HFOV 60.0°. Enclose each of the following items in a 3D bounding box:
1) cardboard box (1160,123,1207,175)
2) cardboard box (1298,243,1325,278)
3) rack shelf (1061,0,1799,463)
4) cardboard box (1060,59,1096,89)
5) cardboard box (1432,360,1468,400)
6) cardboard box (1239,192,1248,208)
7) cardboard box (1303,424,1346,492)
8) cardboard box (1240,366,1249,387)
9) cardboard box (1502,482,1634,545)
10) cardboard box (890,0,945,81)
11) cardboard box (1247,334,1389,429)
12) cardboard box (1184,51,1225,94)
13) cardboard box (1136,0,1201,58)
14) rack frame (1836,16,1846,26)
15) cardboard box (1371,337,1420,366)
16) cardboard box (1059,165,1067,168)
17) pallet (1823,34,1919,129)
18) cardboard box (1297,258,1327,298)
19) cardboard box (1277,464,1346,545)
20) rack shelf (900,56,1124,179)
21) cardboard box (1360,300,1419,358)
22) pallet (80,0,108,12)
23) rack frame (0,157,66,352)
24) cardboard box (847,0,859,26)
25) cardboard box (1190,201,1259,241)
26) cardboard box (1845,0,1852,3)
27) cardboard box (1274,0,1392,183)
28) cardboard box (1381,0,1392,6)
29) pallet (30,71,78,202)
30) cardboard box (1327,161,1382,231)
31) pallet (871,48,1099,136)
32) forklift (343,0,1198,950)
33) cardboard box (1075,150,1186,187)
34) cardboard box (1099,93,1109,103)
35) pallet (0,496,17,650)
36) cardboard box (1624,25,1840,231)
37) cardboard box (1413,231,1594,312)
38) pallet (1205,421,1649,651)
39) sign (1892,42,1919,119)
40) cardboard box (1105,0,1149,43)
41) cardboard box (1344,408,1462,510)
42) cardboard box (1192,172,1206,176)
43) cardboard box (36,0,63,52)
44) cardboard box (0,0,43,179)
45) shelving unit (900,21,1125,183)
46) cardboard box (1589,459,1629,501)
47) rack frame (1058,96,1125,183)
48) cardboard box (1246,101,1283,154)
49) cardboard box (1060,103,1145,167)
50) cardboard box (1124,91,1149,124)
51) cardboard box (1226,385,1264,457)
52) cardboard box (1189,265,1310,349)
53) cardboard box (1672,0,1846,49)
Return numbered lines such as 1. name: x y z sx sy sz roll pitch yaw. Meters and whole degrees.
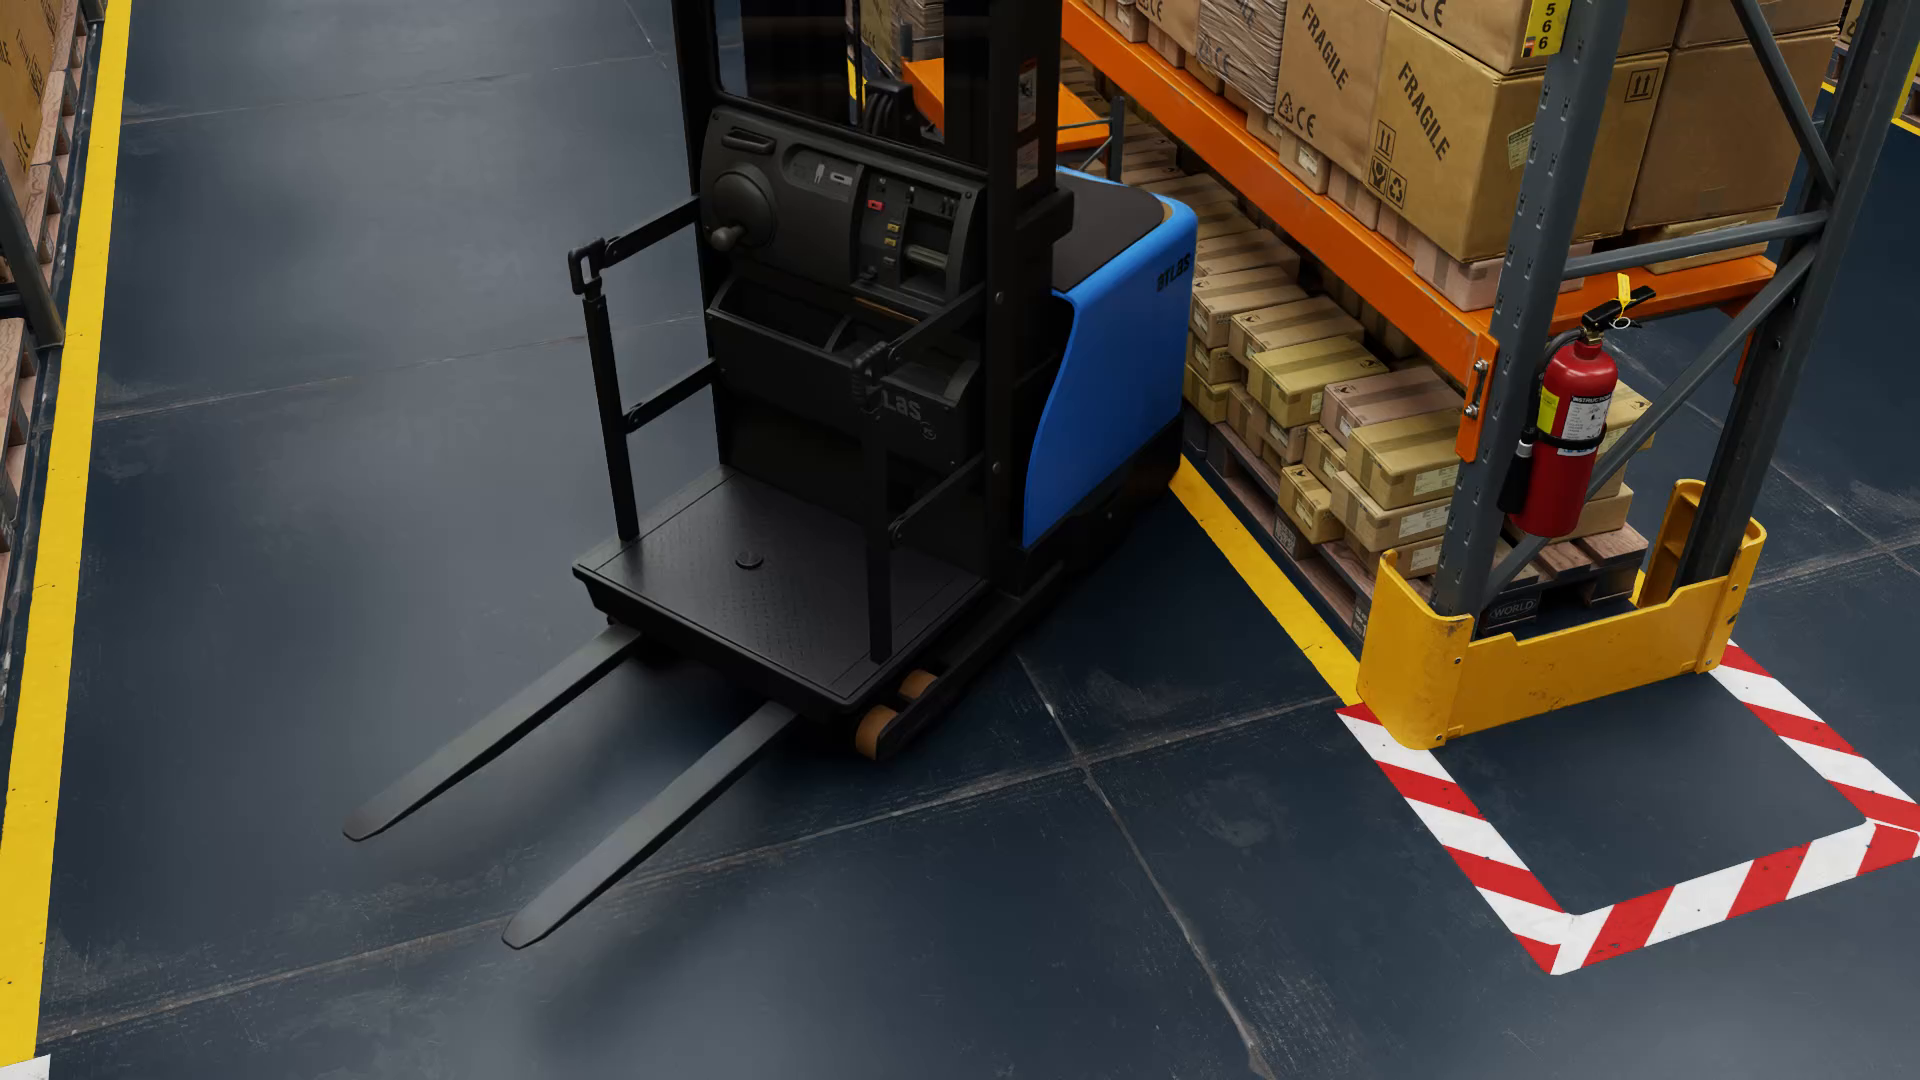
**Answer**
1. cardboard box: 1.062 -1.680 7.013 0.380 0.149 0.250 -11 38 -14
2. cardboard box: 1.505 -1.111 6.258 0.380 0.149 0.250 -12 39 -15
3. rack shelf: 1.150 -1.581 5.954 1.077 0.370 4.000 -12 39 -16
4. cardboard box: 0.386 -2.028 7.475 0.380 0.149 0.250 -11 38 -14
5. cardboard box: 1.769 -0.503 5.450 0.380 0.149 0.250 -12 39 -15
6. cardboard box: 1.346 -1.397 6.637 0.380 0.149 0.250 -14 39 -18
7. cardboard box: 1.349 -0.285 5.408 0.380 0.149 0.250 -13 39 -17
8. cardboard box: 1.212 -0.592 5.816 0.380 0.149 0.250 -13 39 -16
9. cardboard box: 1.958 -0.130 5.450 0.380 0.149 0.250 -12 39 -15
10. cardboard box: -0.030 -2.534 8.349 0.500 0.500 0.500 -13 39 -17
11. cardboard box: 1.177 -0.526 5.481 0.380 0.149 0.250 -13 39 -17
12. cardboard box: 0.993 -1.657 5.665 0.380 0.149 0.250 -12 39 -15
13. cardboard box: 0.924 -1.959 5.527 0.500 0.500 0.500 -11 38 -14
14. rack frame: 5.153 -3.968 8.525 1.000 3.000 0.127 -12 39 -16
15. cardboard box: 1.704 -0.690 5.946 0.380 0.149 0.250 -11 38 -15
16. cardboard box: 0.575 -1.621 7.182 0.380 0.149 0.250 -13 39 -16
17. pallet: 5.342 -2.409 8.772 1.003 0.211 1.213 -12 39 -16
18. cardboard box: 1.391 -0.964 6.311 0.380 0.149 0.250 -11 38 -14
19. cardboard box: 1.278 -0.146 5.472 0.380 0.149 0.250 -11 38 -15
20. rack shelf: 0.180 -1.605 6.451 0.538 0.278 1.000 -13 38 -16
21. cardboard box: 1.639 -0.795 5.838 0.380 0.149 0.250 -14 39 -18
22. pallet: -5.795 -3.504 10.227 1.003 0.211 1.213 -12 39 -16
23. rack frame: -4.151 -1.917 5.801 1.000 3.000 0.127 -12 39 -16
24. cardboard box: -0.378 -3.114 9.120 0.500 0.500 0.500 -13 39 -17
25. cardboard box: 0.899 -1.140 6.296 0.380 0.149 0.250 -12 39 -16
26. cardboard box: 4.914 -3.645 9.513 1.225 0.875 0.875 -12 39 -16
27. cardboard box: 1.269 -1.390 4.772 0.500 0.500 0.500 -13 39 -17
28. cardboard box: 1.273 -1.790 4.472 0.500 0.500 0.500 -14 39 -17
29. pallet: -4.911 -1.913 8.115 1.003 0.211 1.213 -12 39 -16
30. cardboard box: 1.310 -1.051 4.861 0.380 0.149 0.250 -13 39 -16
31. pallet: 0.192 -2.324 8.660 1.003 0.211 1.213 -12 39 -16
32. forklift: -0.471 -0.852 4.444 1.130 2.935 3.031 23 43 28
33. cardboard box: 0.680 -1.424 6.673 0.380 0.149 0.250 -12 39 -15
34. cardboard box: 0.868 -2.034 7.731 0.380 0.149 0.250 -12 39 -15
35. pallet: -3.540 0.333 5.132 1.003 0.211 1.213 -12 39 -16
36. cardboard box: 1.943 -1.208 4.531 0.500 0.500 0.500 -11 38 -14
37. cardboard box: 1.461 -0.764 4.480 0.380 0.149 0.250 -12 39 -16
38. pallet: 1.566 -0.134 5.753 1.003 0.211 1.213 -12 39 -16
39. sign: 2.348 -1.197 4.127 0.100 0.325 0.005 -12 39 -16
40. cardboard box: 0.751 -1.937 6.037 0.380 0.149 0.250 -11 38 -14
41. cardboard box: 1.418 -0.252 5.118 0.380 0.149 0.250 -12 39 -15
42. cardboard box: 1.182 -1.434 6.934 0.380 0.149 0.250 -12 38 -15
43. cardboard box: -5.368 -3.088 8.773 0.875 0.875 0.875 -13 39 -16
44. cardboard box: -4.758 -2.078 7.433 0.875 0.875 0.875 -11 38 -15
45. shelving unit: 0.182 -1.370 6.626 0.538 1.125 1.048 -13 38 -16
46. cardboard box: 1.899 -0.236 5.343 0.380 0.149 0.250 -11 38 -14
47. rack frame: 0.357 -1.086 6.243 0.500 1.125 0.032 -13 38 -16
48. cardboard box: 1.137 -1.345 5.252 0.380 0.149 0.250 -14 39 -18
49. cardboard box: 0.558 -1.727 7.076 0.380 0.149 0.250 -13 39 -17
50. cardboard box: 0.954 -1.982 7.414 0.380 0.149 0.250 -12 39 -15
51. cardboard box: 1.170 -0.450 5.875 0.380 0.149 0.250 -12 39 -15
52. cardboard box: 1.003 -0.826 5.879 0.380 0.149 0.250 -11 38 -14
53. cardboard box: 1.933 -1.606 4.227 0.500 0.500 0.500 -13 39 -16
